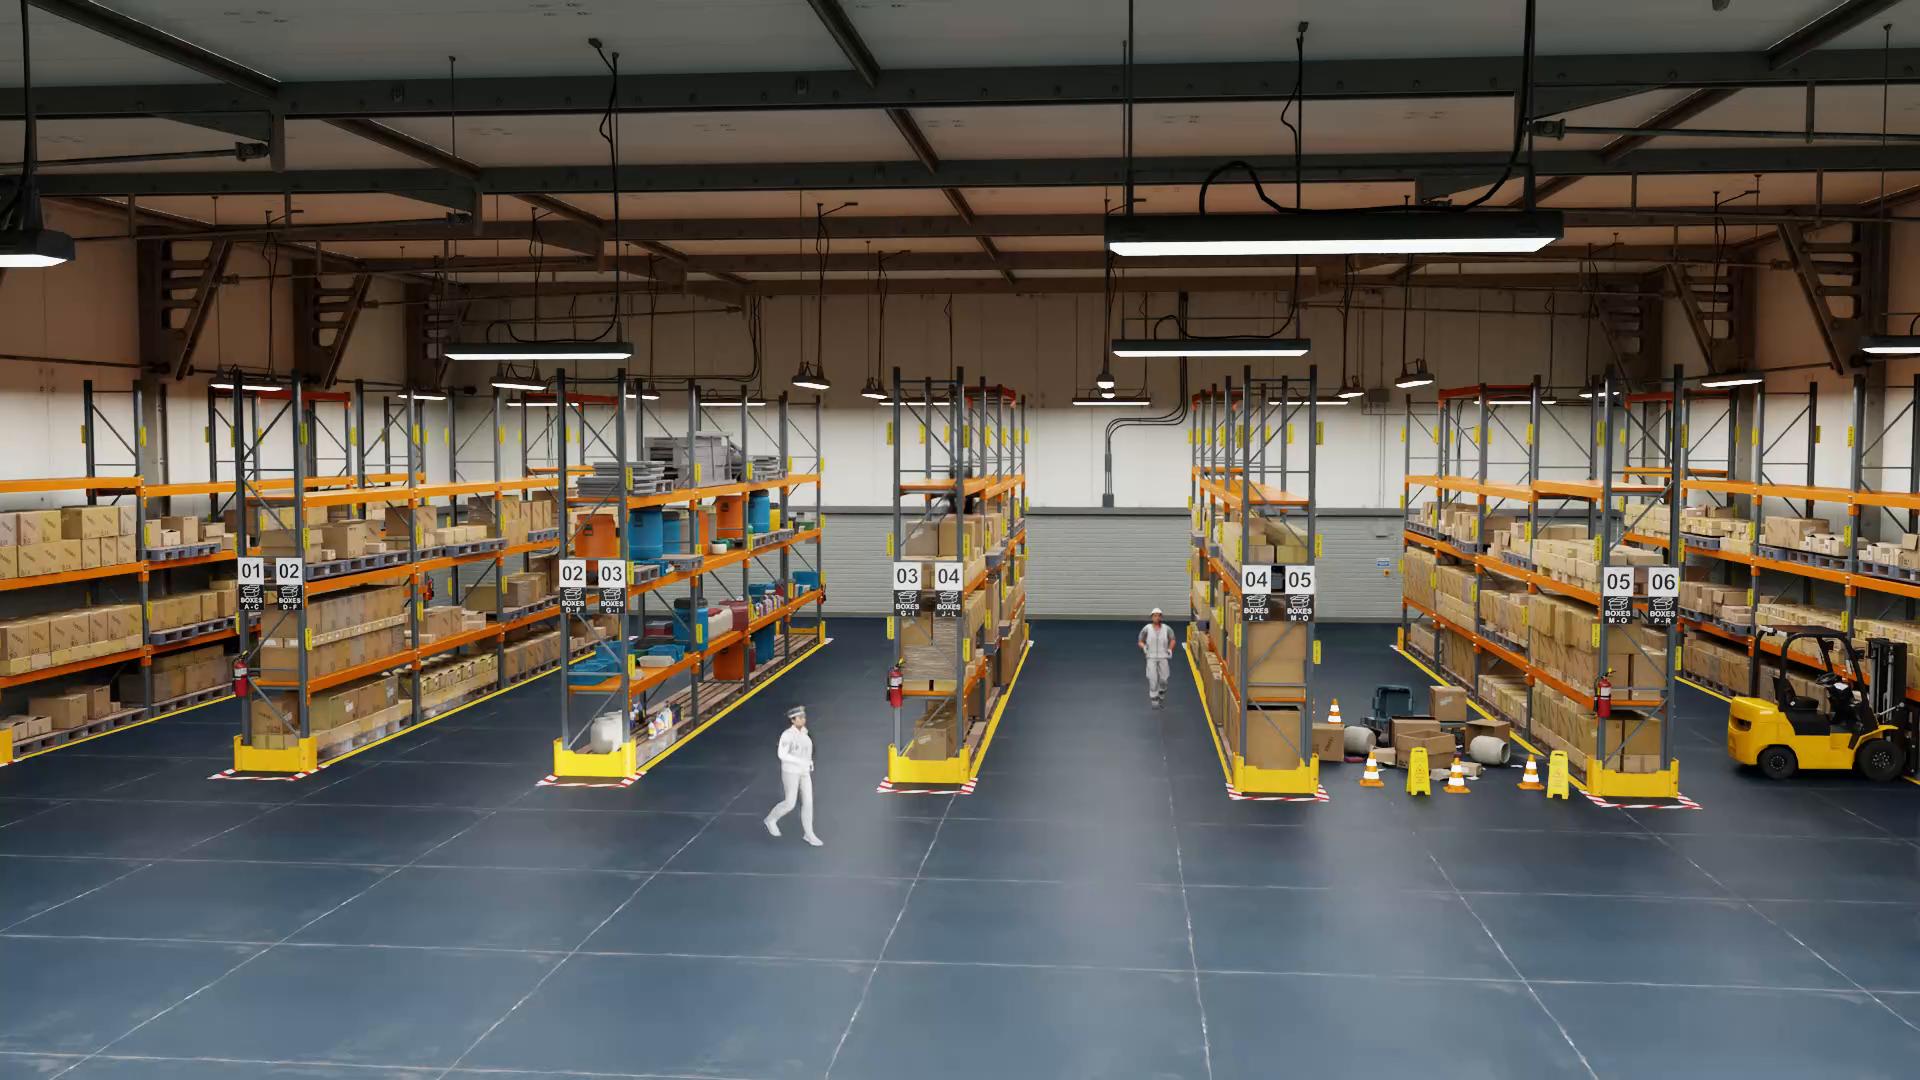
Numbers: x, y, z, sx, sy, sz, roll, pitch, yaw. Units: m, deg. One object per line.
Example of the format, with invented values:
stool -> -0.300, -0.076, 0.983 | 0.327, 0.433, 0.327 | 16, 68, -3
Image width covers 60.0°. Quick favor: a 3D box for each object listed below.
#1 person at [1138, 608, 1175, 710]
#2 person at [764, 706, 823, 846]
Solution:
person -> 3.398, 2.058, 28.613 | 0.649, 1.758, 0.565 | 0, 4, 2
person -> -2.042, 2.884, 20.516 | 0.818, 1.715, 0.638 | 2, 4, 34
